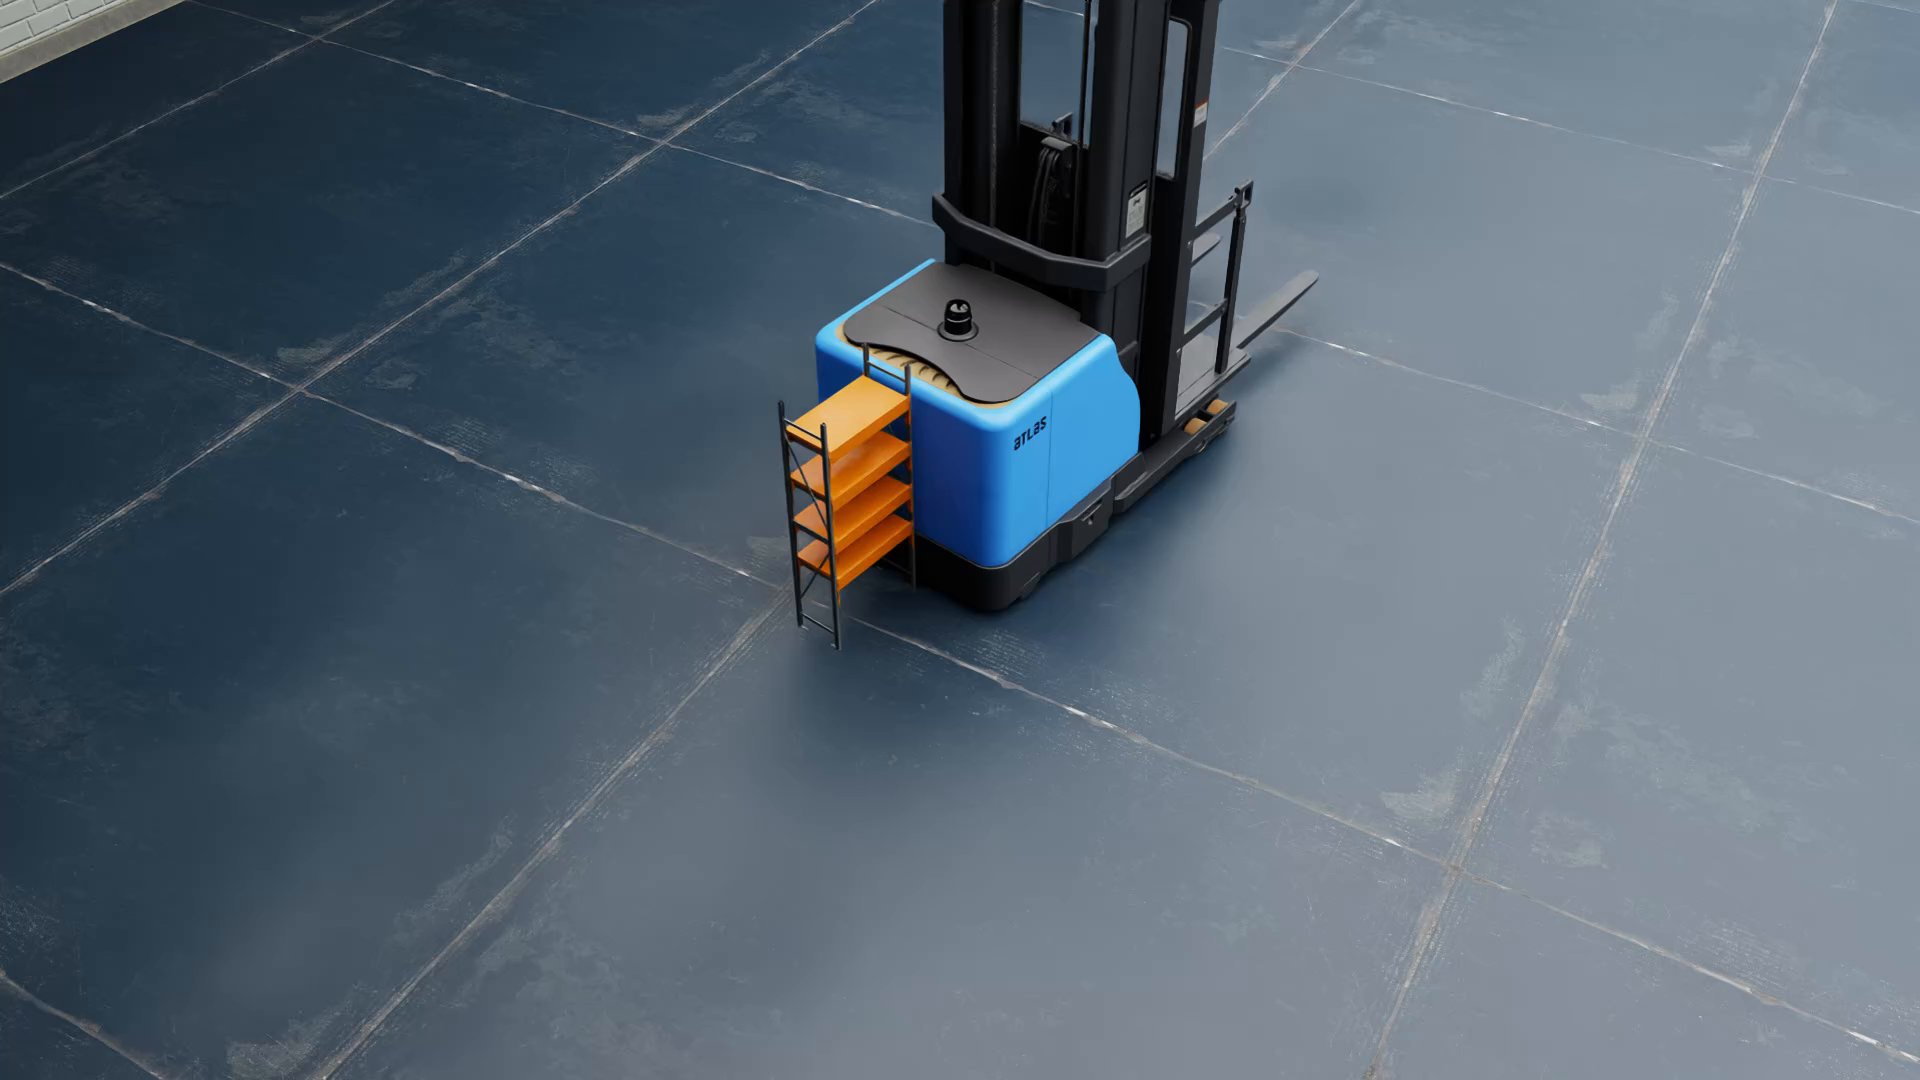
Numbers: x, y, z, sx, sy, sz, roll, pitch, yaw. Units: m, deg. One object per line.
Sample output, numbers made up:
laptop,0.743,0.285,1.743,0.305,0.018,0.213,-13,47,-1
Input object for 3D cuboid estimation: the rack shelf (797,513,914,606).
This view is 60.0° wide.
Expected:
rack shelf,-0.445,0.042,7.012,0.258,0.148,0.480,28,49,28

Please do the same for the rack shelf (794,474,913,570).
rack shelf,-0.445,-0.107,6.881,0.258,0.148,0.480,28,49,28

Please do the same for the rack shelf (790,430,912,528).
rack shelf,-0.445,-0.275,6.733,0.258,0.148,0.480,28,49,28

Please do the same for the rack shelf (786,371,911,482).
rack shelf,-0.445,-0.452,6.577,0.258,0.148,0.480,28,49,28

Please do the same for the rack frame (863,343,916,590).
rack frame,-0.291,-0.283,6.979,0.240,1.200,0.015,28,49,28

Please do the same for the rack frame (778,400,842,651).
rack frame,-0.599,-0.032,6.694,0.240,1.200,0.015,28,49,28

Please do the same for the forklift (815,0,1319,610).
forklift,0.696,-1.710,7.290,1.130,2.935,3.031,28,49,28

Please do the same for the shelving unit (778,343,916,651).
shelving unit,-0.445,-0.158,6.836,0.258,1.200,0.503,28,49,28
